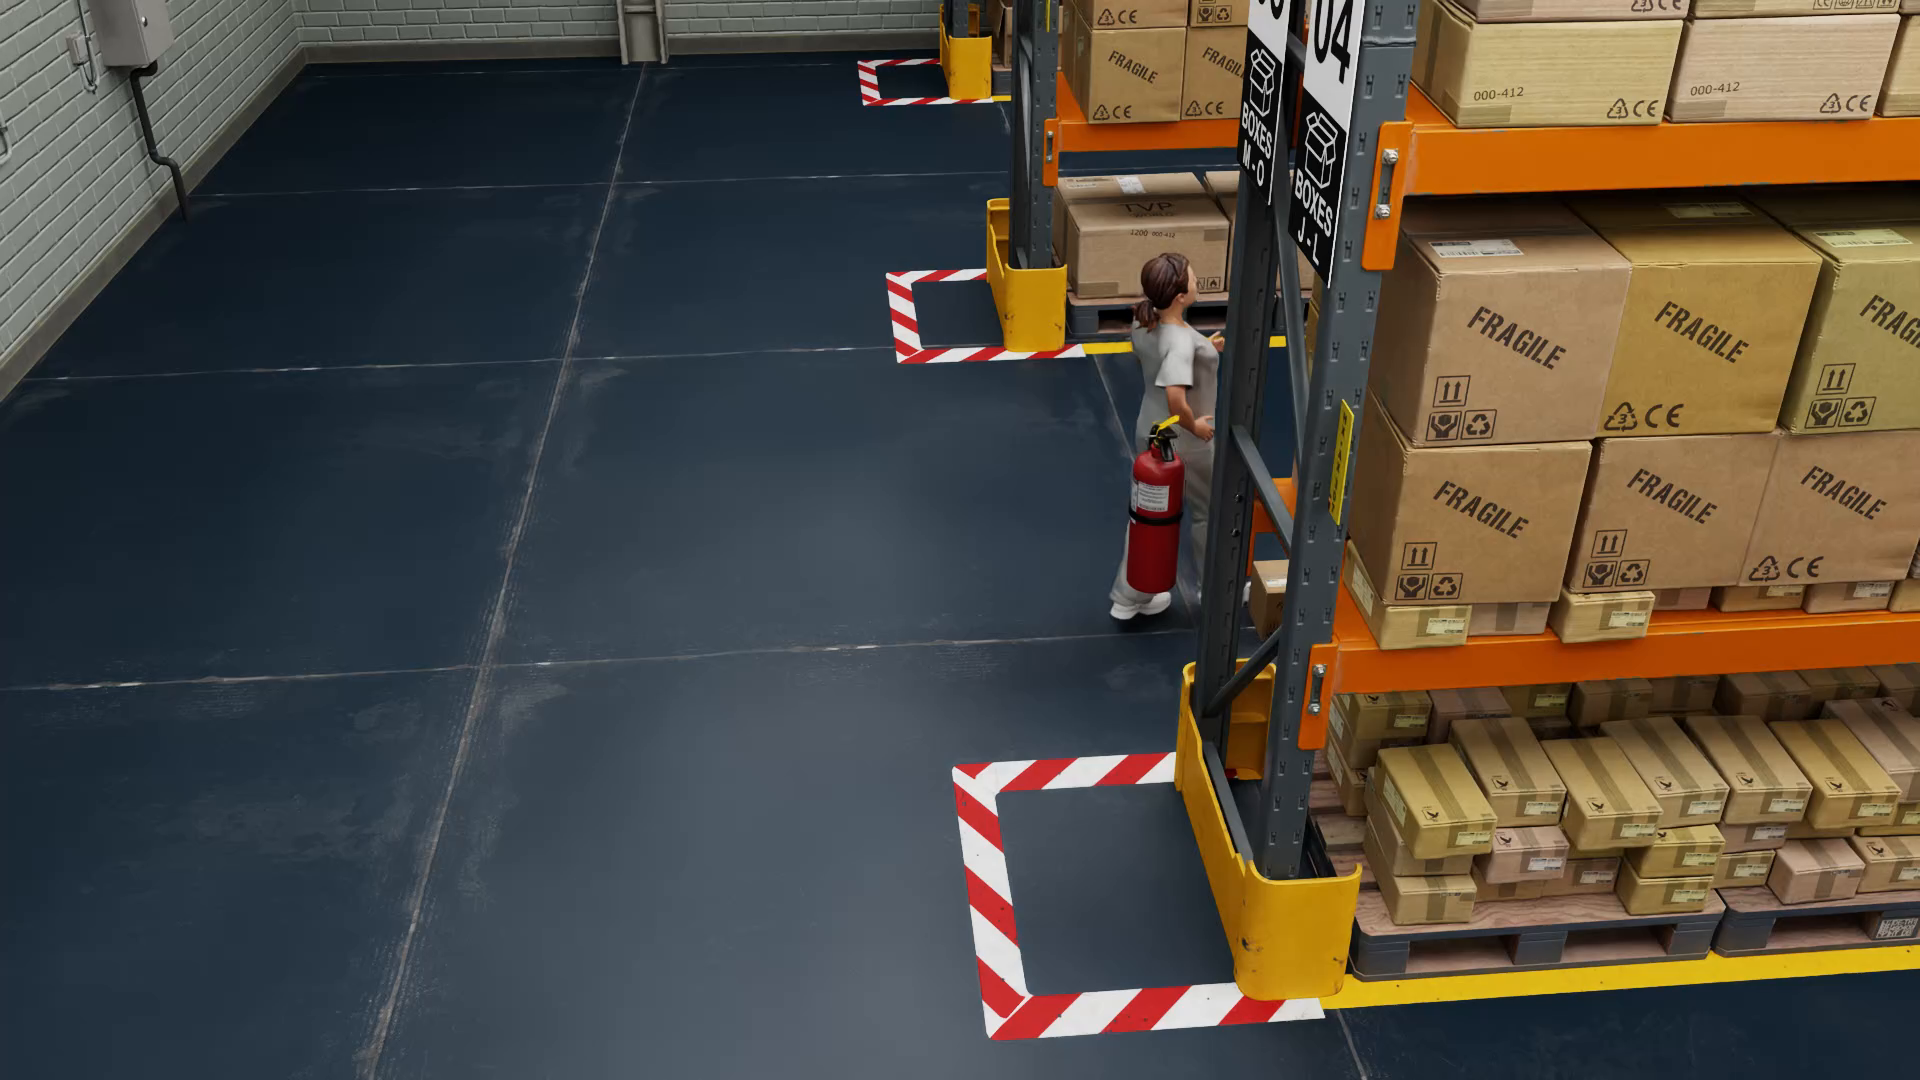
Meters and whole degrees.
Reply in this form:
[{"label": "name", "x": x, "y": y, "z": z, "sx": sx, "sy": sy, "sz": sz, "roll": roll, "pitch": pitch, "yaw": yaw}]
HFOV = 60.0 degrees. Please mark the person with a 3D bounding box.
[{"label": "person", "x": 0.974, "y": -0.426, "z": 6.802, "sx": 0.718, "sy": 1.655, "sz": 0.595, "roll": -17, "pitch": 35, "yaw": -25}]
